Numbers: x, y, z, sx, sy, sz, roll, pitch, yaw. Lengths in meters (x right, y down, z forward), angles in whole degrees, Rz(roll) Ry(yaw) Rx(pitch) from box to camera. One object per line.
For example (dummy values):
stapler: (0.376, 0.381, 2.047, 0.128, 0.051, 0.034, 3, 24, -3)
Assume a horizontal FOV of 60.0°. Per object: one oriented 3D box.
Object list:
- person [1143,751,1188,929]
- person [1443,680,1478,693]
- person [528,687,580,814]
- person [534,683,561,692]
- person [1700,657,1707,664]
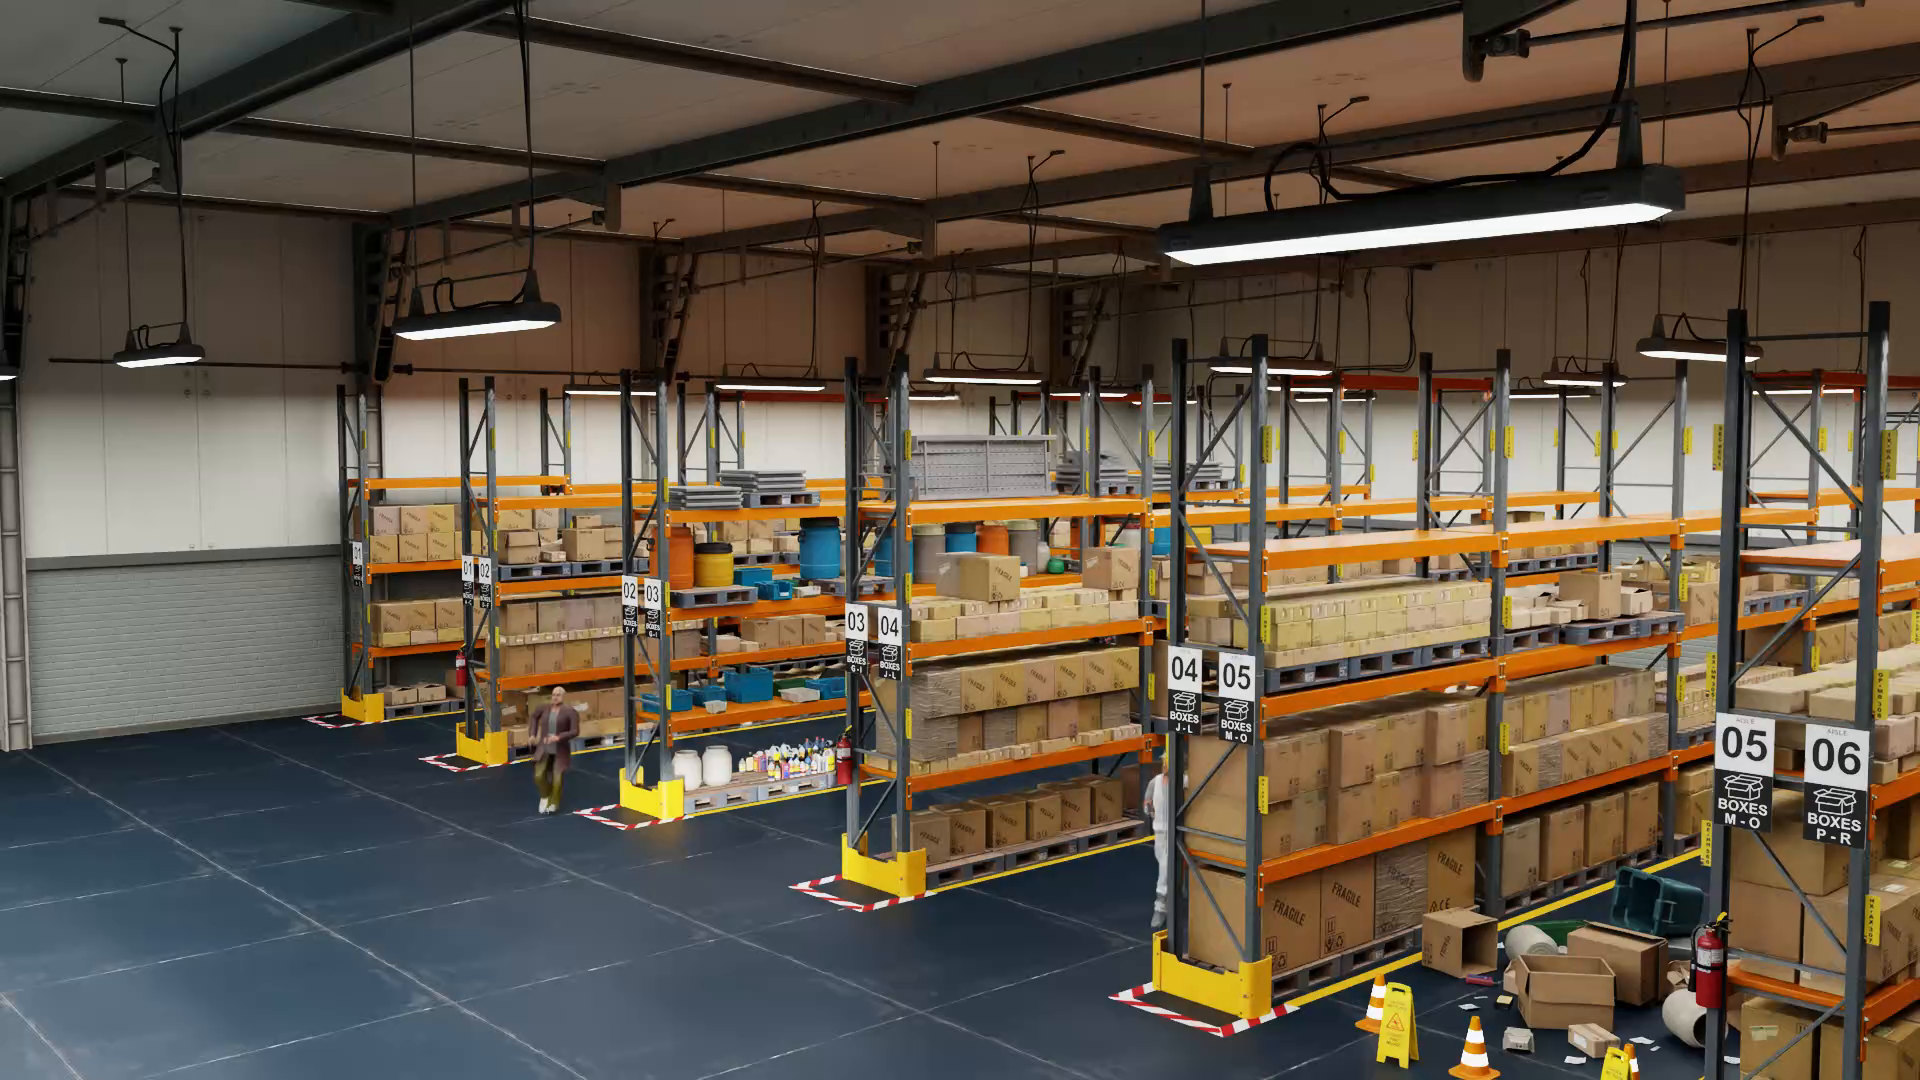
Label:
person: (2.228, 3.124, 17.611, 0.669, 1.810, 0.893, 3, 5, 40)
person: (7.078, 2.707, 23.433, 0.690, 1.797, 1.033, 3, 5, 40)
person: (-5.458, 2.820, 22.326, 0.727, 1.709, 0.673, 0, 4, -2)
person: (-7.123, 2.389, 28.932, 0.671, 1.801, 0.728, 2, 4, 33)
person: (11.450, 2.647, 25.620, 0.653, 1.685, 0.599, 4, 5, 44)
